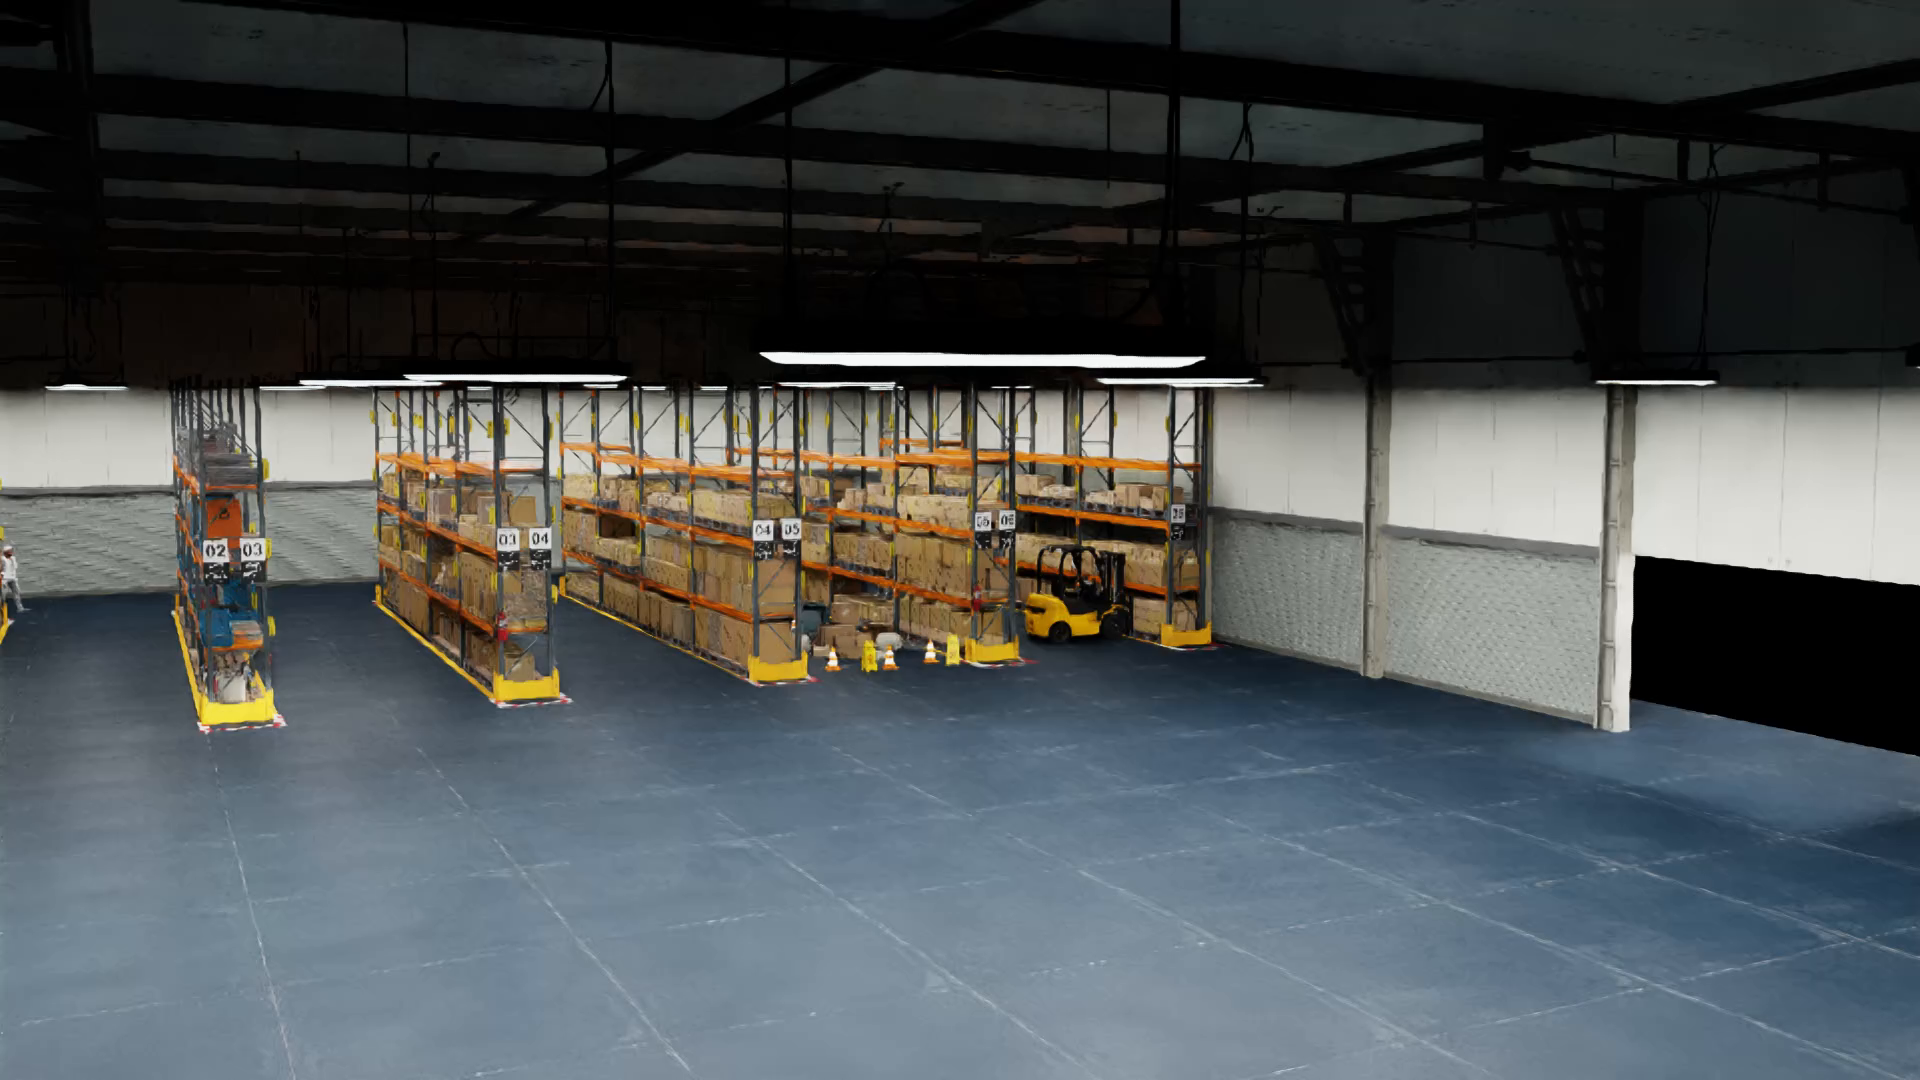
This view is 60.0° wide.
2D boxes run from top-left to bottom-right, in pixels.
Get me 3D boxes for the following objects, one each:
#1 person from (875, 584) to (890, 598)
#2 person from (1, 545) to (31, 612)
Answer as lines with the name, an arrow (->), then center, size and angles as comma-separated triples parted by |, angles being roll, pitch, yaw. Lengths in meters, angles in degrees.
person -> -2.212, 0.713, 46.173 | 0.570, 1.786, 0.653 | 0, 5, 1
person -> -24.565, 1.000, 43.006 | 0.577, 1.770, 0.738 | 1, 5, 12
